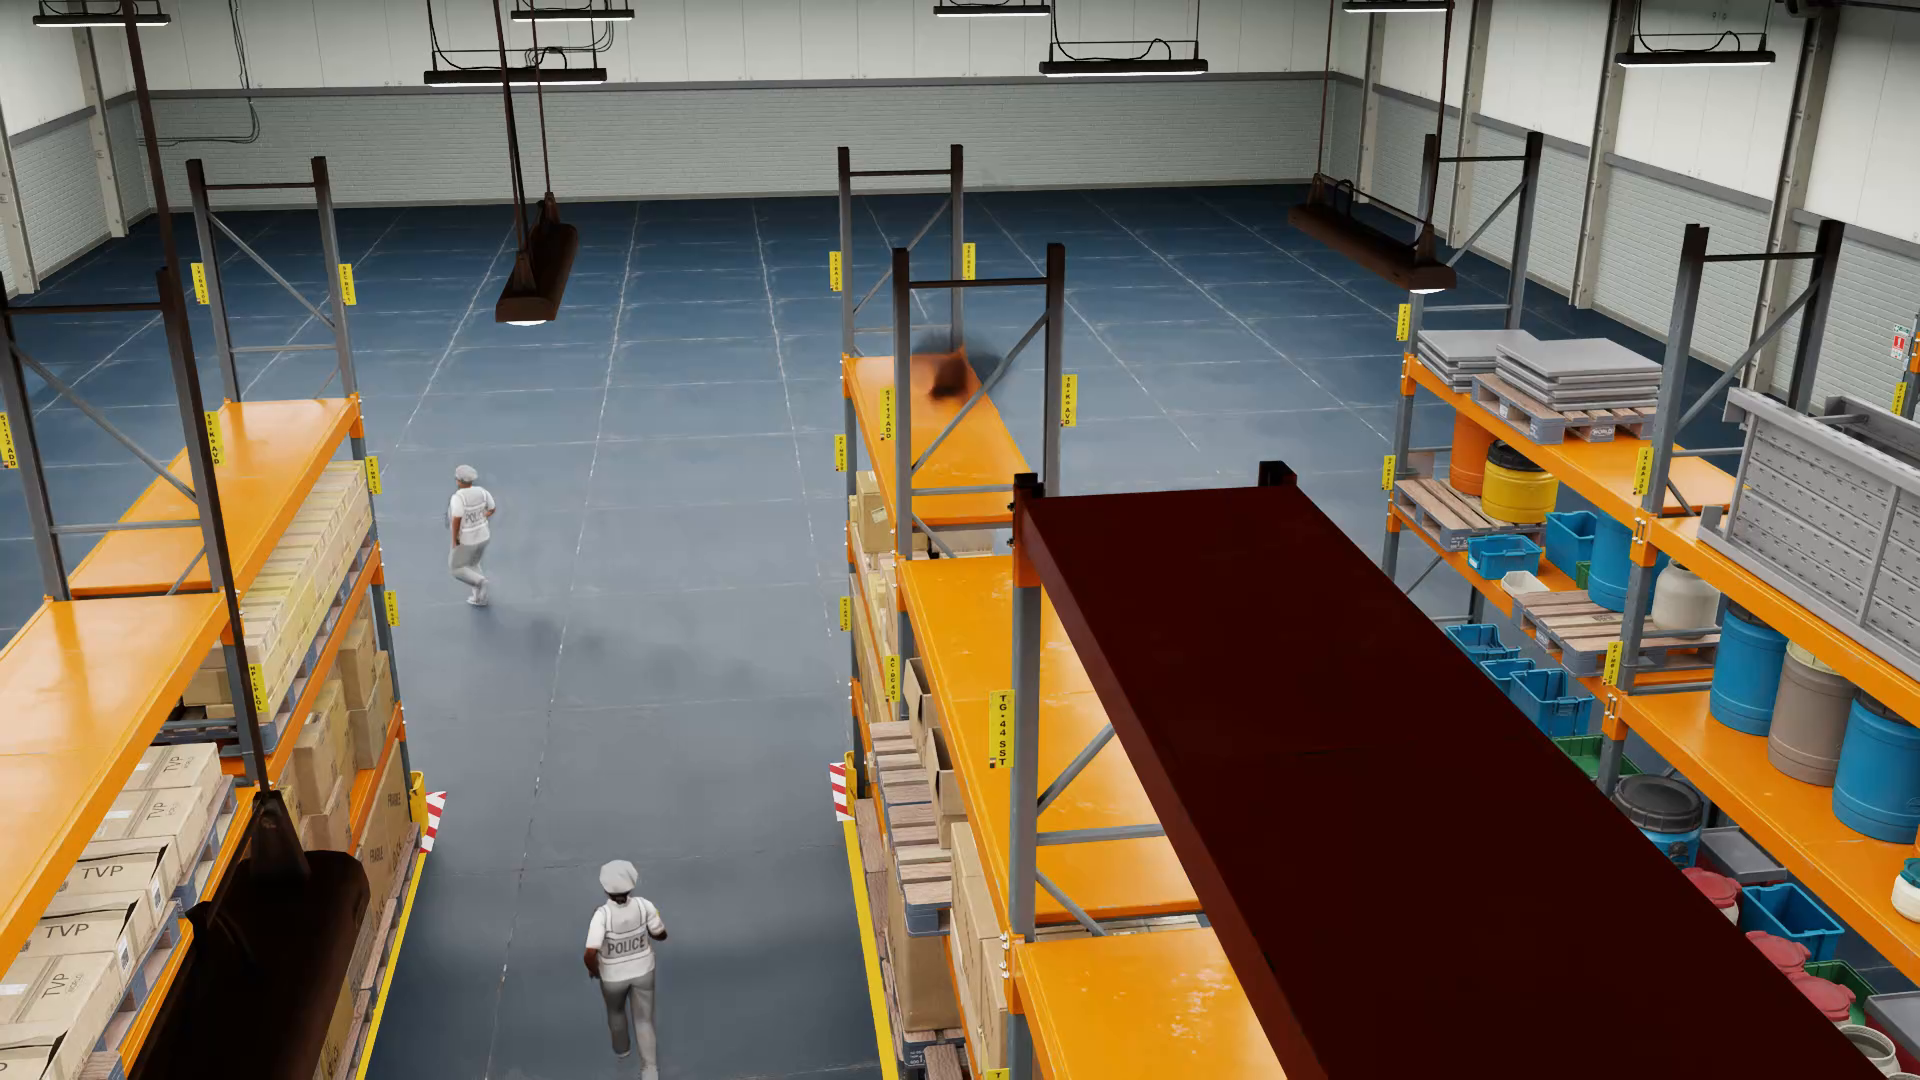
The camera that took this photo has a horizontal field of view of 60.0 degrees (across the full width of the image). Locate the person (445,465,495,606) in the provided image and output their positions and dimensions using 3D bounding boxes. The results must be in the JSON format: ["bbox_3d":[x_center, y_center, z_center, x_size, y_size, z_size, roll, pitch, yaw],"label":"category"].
[{"bbox_3d":[-5.716,-0.035,19.397,0.584,1.752,0.697,13,25,29],"label":"person"}]

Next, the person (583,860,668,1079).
[{"bbox_3d":[-2.249,2.941,11.233,0.587,1.715,0.886,-8,23,-19],"label":"person"}]
